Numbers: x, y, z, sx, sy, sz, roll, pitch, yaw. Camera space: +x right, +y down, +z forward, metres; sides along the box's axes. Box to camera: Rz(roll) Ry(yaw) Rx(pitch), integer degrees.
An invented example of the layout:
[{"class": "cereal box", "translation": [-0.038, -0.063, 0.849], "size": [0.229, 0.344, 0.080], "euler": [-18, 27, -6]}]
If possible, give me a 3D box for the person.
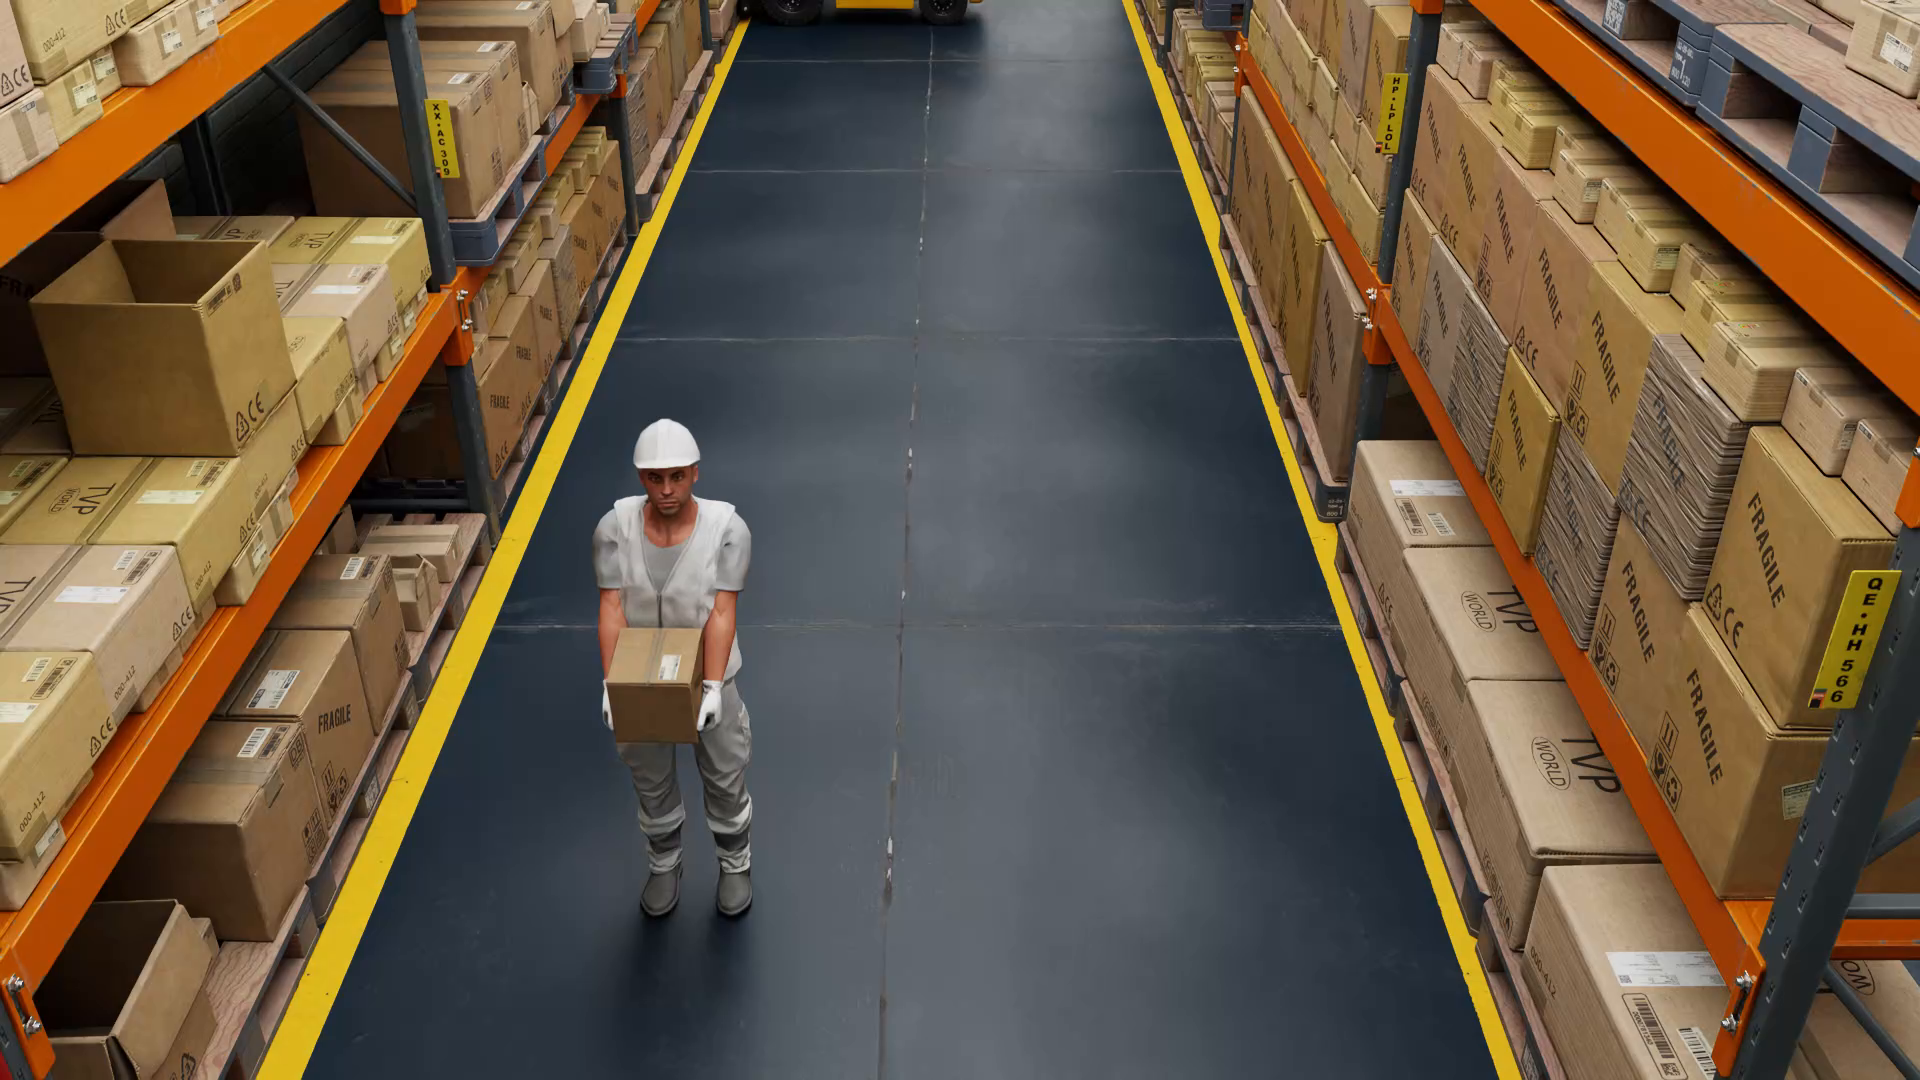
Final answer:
[{"class": "person", "translation": [-0.899, 0.495, 5.300], "size": [0.494, 1.782, 0.569], "euler": [0, 31, 1]}]
